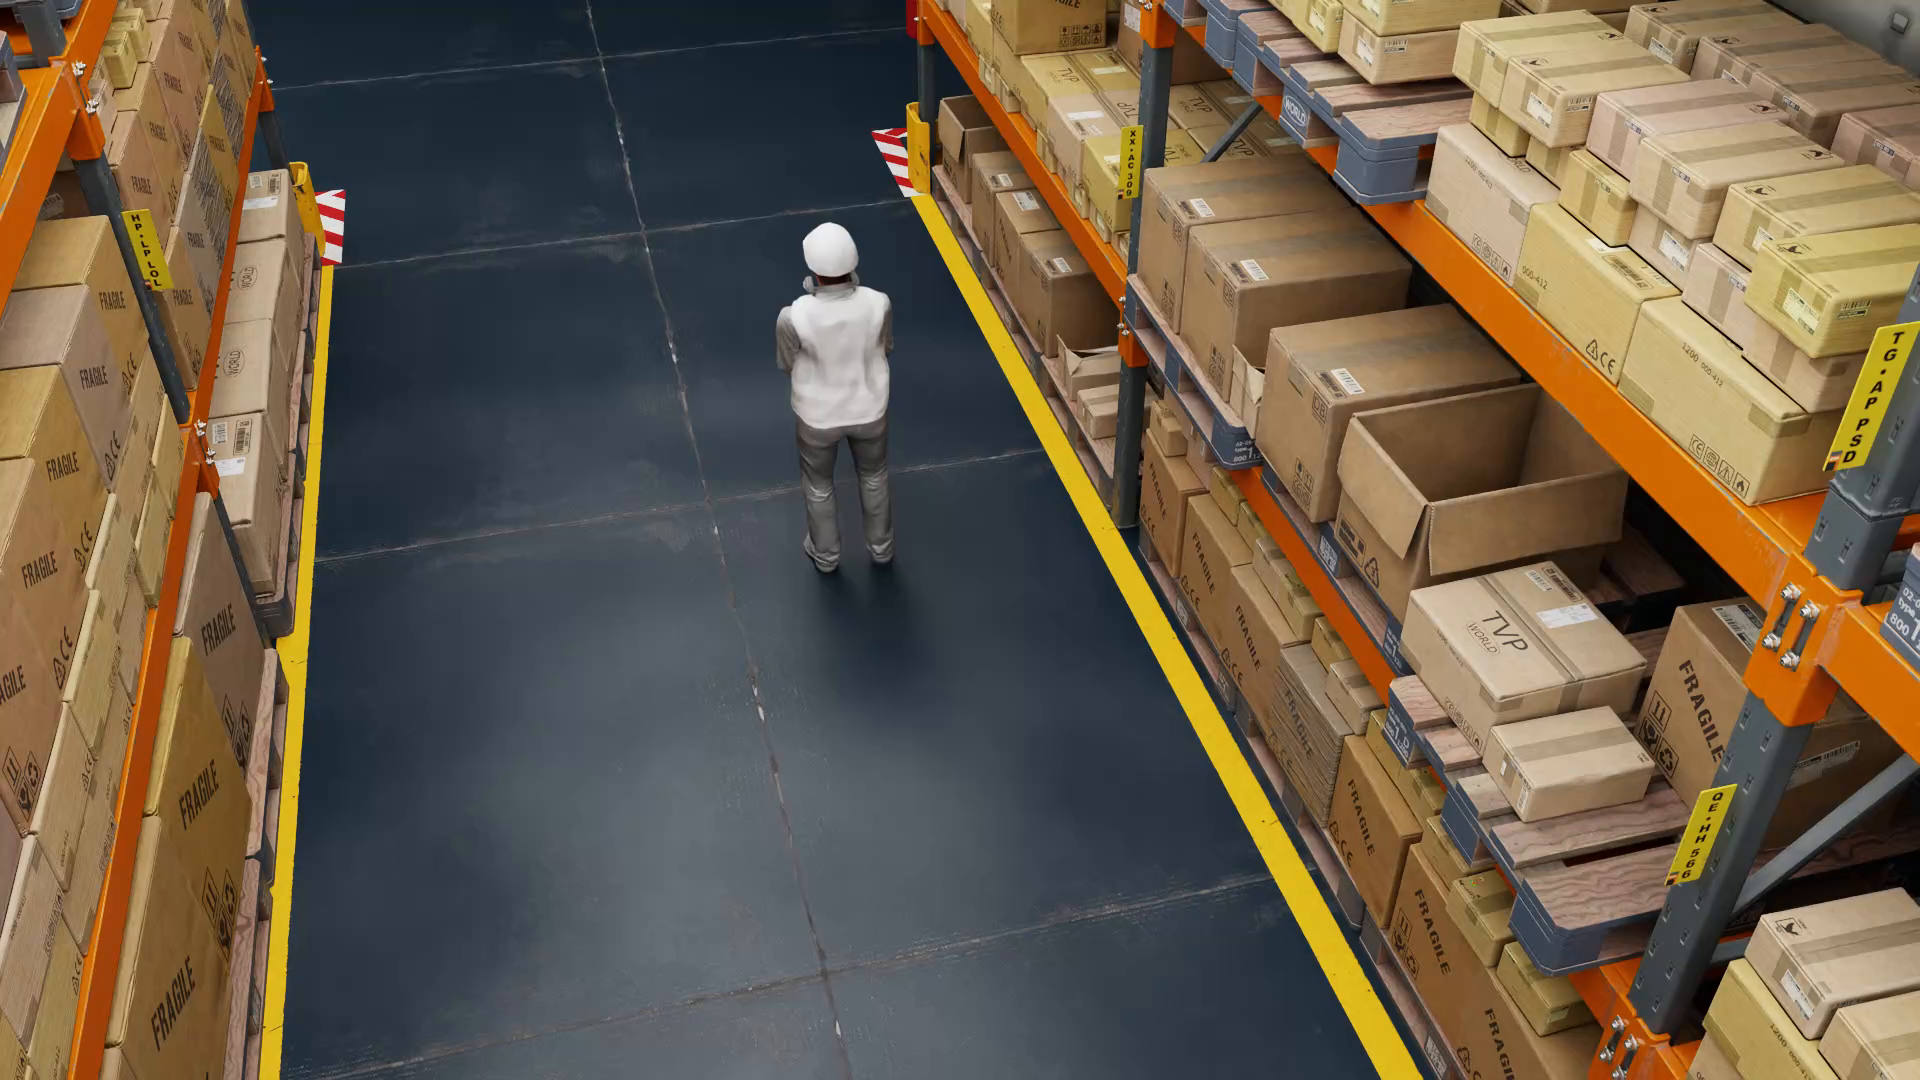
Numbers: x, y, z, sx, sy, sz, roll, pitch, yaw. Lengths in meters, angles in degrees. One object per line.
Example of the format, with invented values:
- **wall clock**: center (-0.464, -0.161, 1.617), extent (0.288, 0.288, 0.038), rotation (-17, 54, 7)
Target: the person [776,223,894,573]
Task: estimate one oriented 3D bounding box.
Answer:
- **person**: center (-0.560, -0.653, 7.526), extent (0.532, 1.779, 0.522), rotation (-10, 39, -12)
